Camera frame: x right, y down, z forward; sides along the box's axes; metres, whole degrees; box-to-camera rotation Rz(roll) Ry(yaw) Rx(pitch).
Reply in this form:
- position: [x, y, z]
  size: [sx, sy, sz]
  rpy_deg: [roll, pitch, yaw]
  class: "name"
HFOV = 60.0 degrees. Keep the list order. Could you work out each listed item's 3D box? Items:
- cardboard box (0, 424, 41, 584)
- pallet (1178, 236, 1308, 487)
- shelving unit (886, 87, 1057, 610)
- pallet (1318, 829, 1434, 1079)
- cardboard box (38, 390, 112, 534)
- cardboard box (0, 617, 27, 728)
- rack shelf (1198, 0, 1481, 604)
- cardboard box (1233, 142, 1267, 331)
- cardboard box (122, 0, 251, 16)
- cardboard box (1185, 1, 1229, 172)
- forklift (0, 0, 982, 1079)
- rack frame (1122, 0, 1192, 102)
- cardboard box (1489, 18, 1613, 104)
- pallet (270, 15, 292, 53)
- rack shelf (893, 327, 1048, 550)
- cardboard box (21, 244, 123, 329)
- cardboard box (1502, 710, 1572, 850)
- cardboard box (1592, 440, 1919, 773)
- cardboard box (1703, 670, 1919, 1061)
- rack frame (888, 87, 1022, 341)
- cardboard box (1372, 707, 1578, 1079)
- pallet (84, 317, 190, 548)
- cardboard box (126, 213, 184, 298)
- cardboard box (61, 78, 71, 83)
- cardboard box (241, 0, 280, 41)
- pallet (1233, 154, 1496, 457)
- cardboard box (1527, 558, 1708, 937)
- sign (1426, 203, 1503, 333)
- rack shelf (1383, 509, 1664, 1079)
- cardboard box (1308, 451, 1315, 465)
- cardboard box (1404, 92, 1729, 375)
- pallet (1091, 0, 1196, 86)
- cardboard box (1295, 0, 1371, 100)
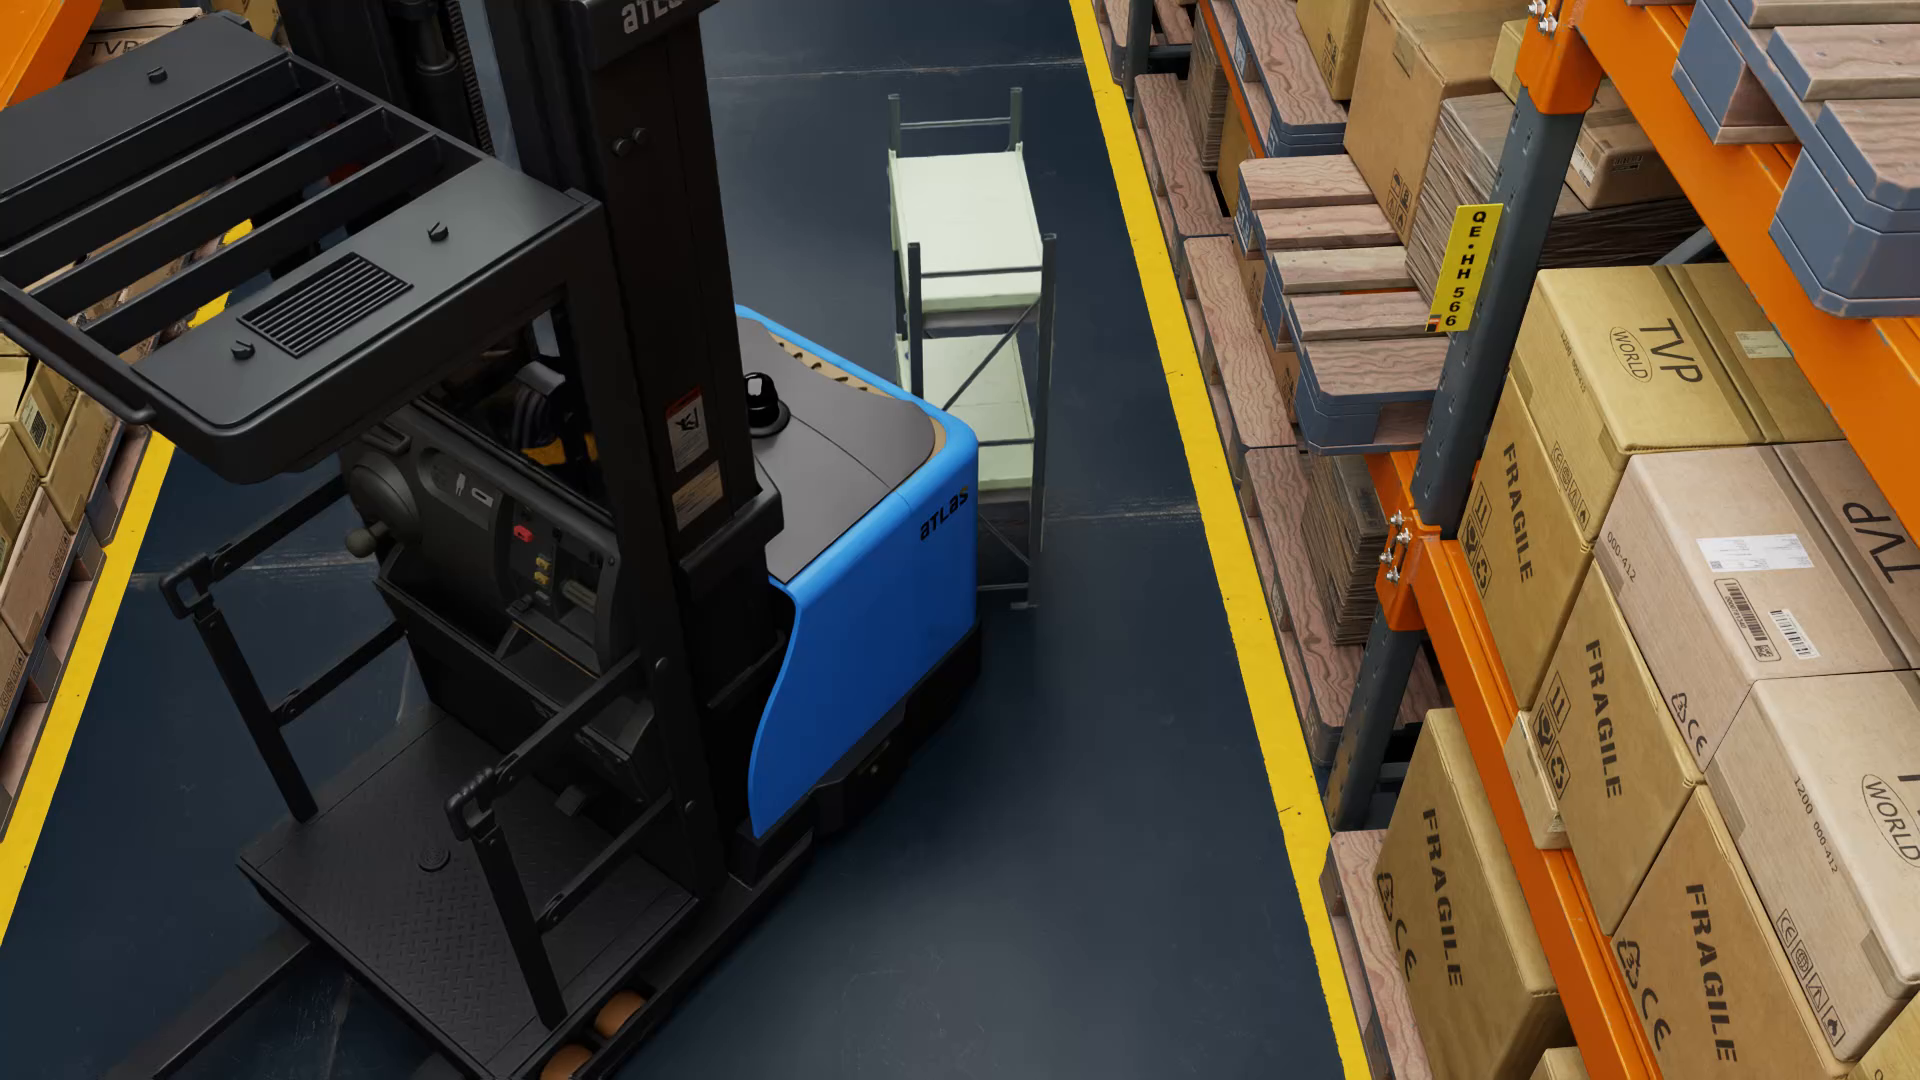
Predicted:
- position: [-3.145, -0.097, 4.994]
  size: [0.500, 0.311, 0.500]
  rpy_deg: [-5, 47, -4]
  class: "cardboard box"
- position: [1.432, -0.720, 6.287]
  size: [1.003, 0.211, 1.213]
  rpy_deg: [-3, 47, -3]
  class: "pallet"
- position: [0.022, -0.549, 5.237]
  size: [0.431, 1.500, 0.755]
  rpy_deg: [-4, 47, -4]
  class: "shelving unit"
- position: [1.586, 1.301, 4.373]
  size: [1.003, 0.211, 1.213]
  rpy_deg: [-3, 47, -3]
  class: "pallet"
- position: [-3.185, -0.264, 5.539]
  size: [0.500, 0.250, 0.500]
  rpy_deg: [-5, 47, -4]
  class: "cardboard box"
- position: [-3.092, 0.475, 4.839]
  size: [0.500, 0.250, 0.500]
  rpy_deg: [-4, 47, -3]
  class: "cardboard box"
- position: [1.427, -1.433, 5.536]
  size: [1.077, 0.370, 4.000]
  rpy_deg: [-3, 47, -3]
  class: "rack shelf"
- position: [1.434, -1.145, 6.187]
  size: [0.700, 0.500, 0.500]
  rpy_deg: [-3, 47, -3]
  class: "cardboard box"
- position: [-3.403, -2.635, 7.267]
  size: [0.500, 0.500, 0.500]
  rpy_deg: [-3, 47, -3]
  class: "cardboard box"
- position: [1.338, -1.887, 6.890]
  size: [0.700, 0.500, 0.500]
  rpy_deg: [-2, 47, -2]
  class: "cardboard box"
- position: [-1.234, 0.057, 3.677]
  size: [1.130, 2.935, 3.031]
  rpy_deg: [29, 53, 25]
  class: "forklift"
- position: [1.260, -3.127, 6.646]
  size: [1.000, 3.000, 0.127]
  rpy_deg: [-3, 47, -3]
  class: "rack frame"
- position: [1.494, -1.121, 3.927]
  size: [0.380, 0.149, 0.250]
  rpy_deg: [-11, 47, -10]
  class: "cardboard box"
- position: [-3.701, -2.442, 7.918]
  size: [1.003, 0.211, 1.213]
  rpy_deg: [-3, 47, -3]
  class: "pallet"
- position: [0.022, -0.324, 5.473]
  size: [0.431, 0.370, 0.720]
  rpy_deg: [-4, 47, -4]
  class: "rack shelf"
- position: [-3.229, -0.838, 5.696]
  size: [0.500, 0.311, 0.500]
  rpy_deg: [-4, 47, -4]
  class: "cardboard box"
- position: [1.342, 0.479, 3.390]
  size: [0.380, 0.149, 0.250]
  rpy_deg: [-2, 47, -2]
  class: "cardboard box"
- position: [1.422, 0.099, 2.787]
  size: [0.500, 0.250, 0.500]
  rpy_deg: [-4, 47, -4]
  class: "cardboard box"
- position: [1.467, 0.460, 2.444]
  size: [0.500, 0.250, 0.500]
  rpy_deg: [-3, 47, -3]
  class: "cardboard box"
- position: [-0.014, -0.813, 5.487]
  size: [0.400, 1.500, 0.023]
  rpy_deg: [-4, 47, -4]
  class: "rack frame"
- position: [1.526, 0.902, 4.021]
  size: [0.750, 0.750, 0.750]
  rpy_deg: [-4, 47, -4]
  class: "cardboard box"
- position: [-3.470, -0.449, 6.030]
  size: [1.003, 0.211, 1.213]
  rpy_deg: [-3, 47, -3]
  class: "pallet"
- position: [-3.269, -1.004, 6.239]
  size: [0.500, 0.250, 0.500]
  rpy_deg: [-3, 47, -2]
  class: "cardboard box"
- position: [-3.307, -1.563, 6.383]
  size: [0.500, 0.311, 0.500]
  rpy_deg: [-2, 47, -2]
  class: "cardboard box"
- position: [-3.413, -2.376, 7.539]
  size: [0.500, 0.250, 0.500]
  rpy_deg: [-3, 47, -3]
  class: "cardboard box"
- position: [1.429, -0.676, 4.457]
  size: [1.213, 0.211, 1.003]
  rpy_deg: [-3, 47, -3]
  class: "pallet"
- position: [1.415, 0.370, 3.046]
  size: [0.500, 0.500, 0.500]
  rpy_deg: [-2, 47, -2]
  class: "cardboard box"
- position: [1.055, -0.564, 3.475]
  size: [0.100, 0.325, 0.005]
  rpy_deg: [-3, 47, -3]
  class: "sign"
- position: [1.762, 1.461, 2.795]
  size: [1.077, 0.370, 4.000]
  rpy_deg: [-3, 47, -3]
  class: "rack shelf"
- position: [1.555, -0.422, 5.503]
  size: [0.700, 0.500, 0.500]
  rpy_deg: [-4, 47, -3]
  class: "cardboard box"
- position: [1.545, -0.758, 4.030]
  size: [0.700, 0.500, 0.500]
  rpy_deg: [-8, 47, -8]
  class: "cardboard box"
- position: [1.168, -2.652, 8.116]
  size: [1.003, 0.211, 1.213]
  rpy_deg: [-3, 47, -3]
  class: "pallet"
- position: [1.419, -1.658, 4.883]
  size: [0.700, 0.500, 0.500]
  rpy_deg: [-3, 47, -3]
  class: "cardboard box"
